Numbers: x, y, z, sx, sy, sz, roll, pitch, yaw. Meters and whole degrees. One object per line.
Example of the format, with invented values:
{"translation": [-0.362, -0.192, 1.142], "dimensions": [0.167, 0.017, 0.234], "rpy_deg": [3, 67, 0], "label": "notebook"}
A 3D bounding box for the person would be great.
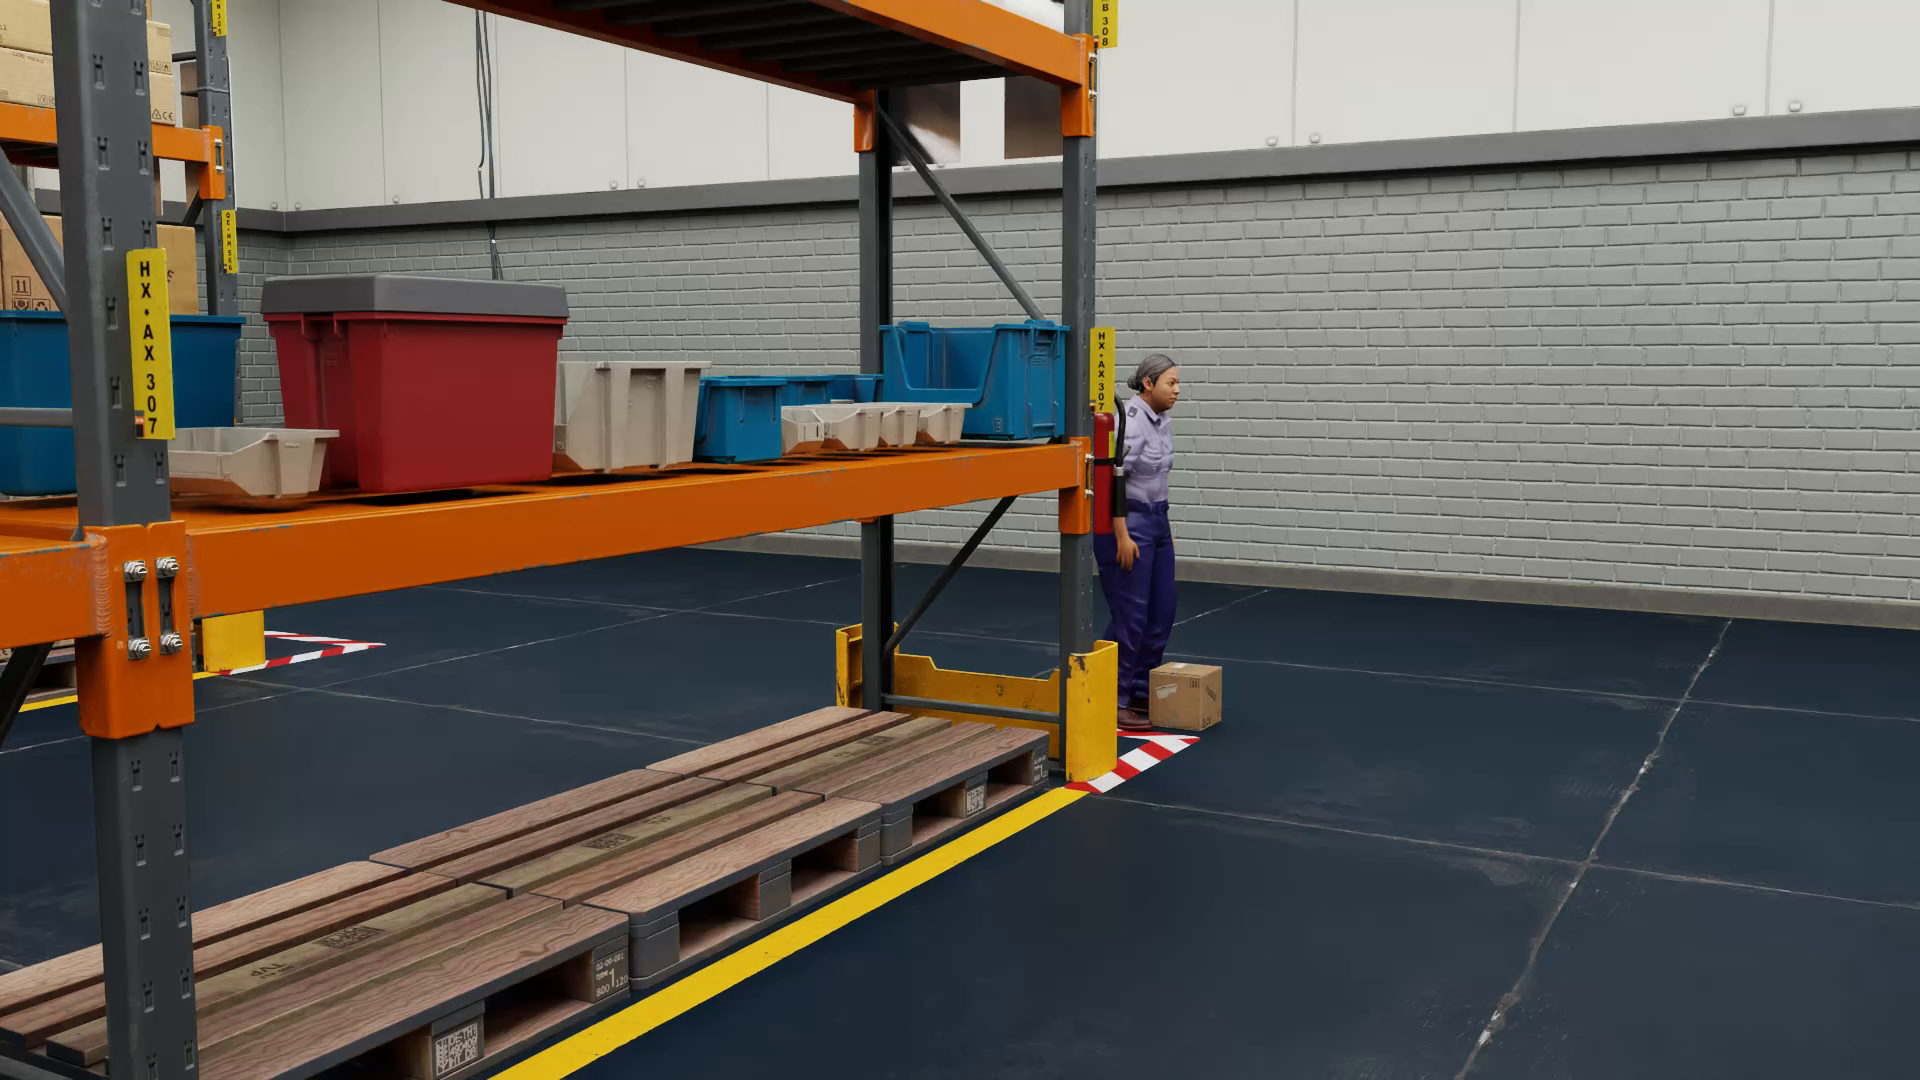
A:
{"translation": [0.802, -0.009, 7.490], "dimensions": [0.367, 1.651, 0.551], "rpy_deg": [4, 7, 31], "label": "person"}
